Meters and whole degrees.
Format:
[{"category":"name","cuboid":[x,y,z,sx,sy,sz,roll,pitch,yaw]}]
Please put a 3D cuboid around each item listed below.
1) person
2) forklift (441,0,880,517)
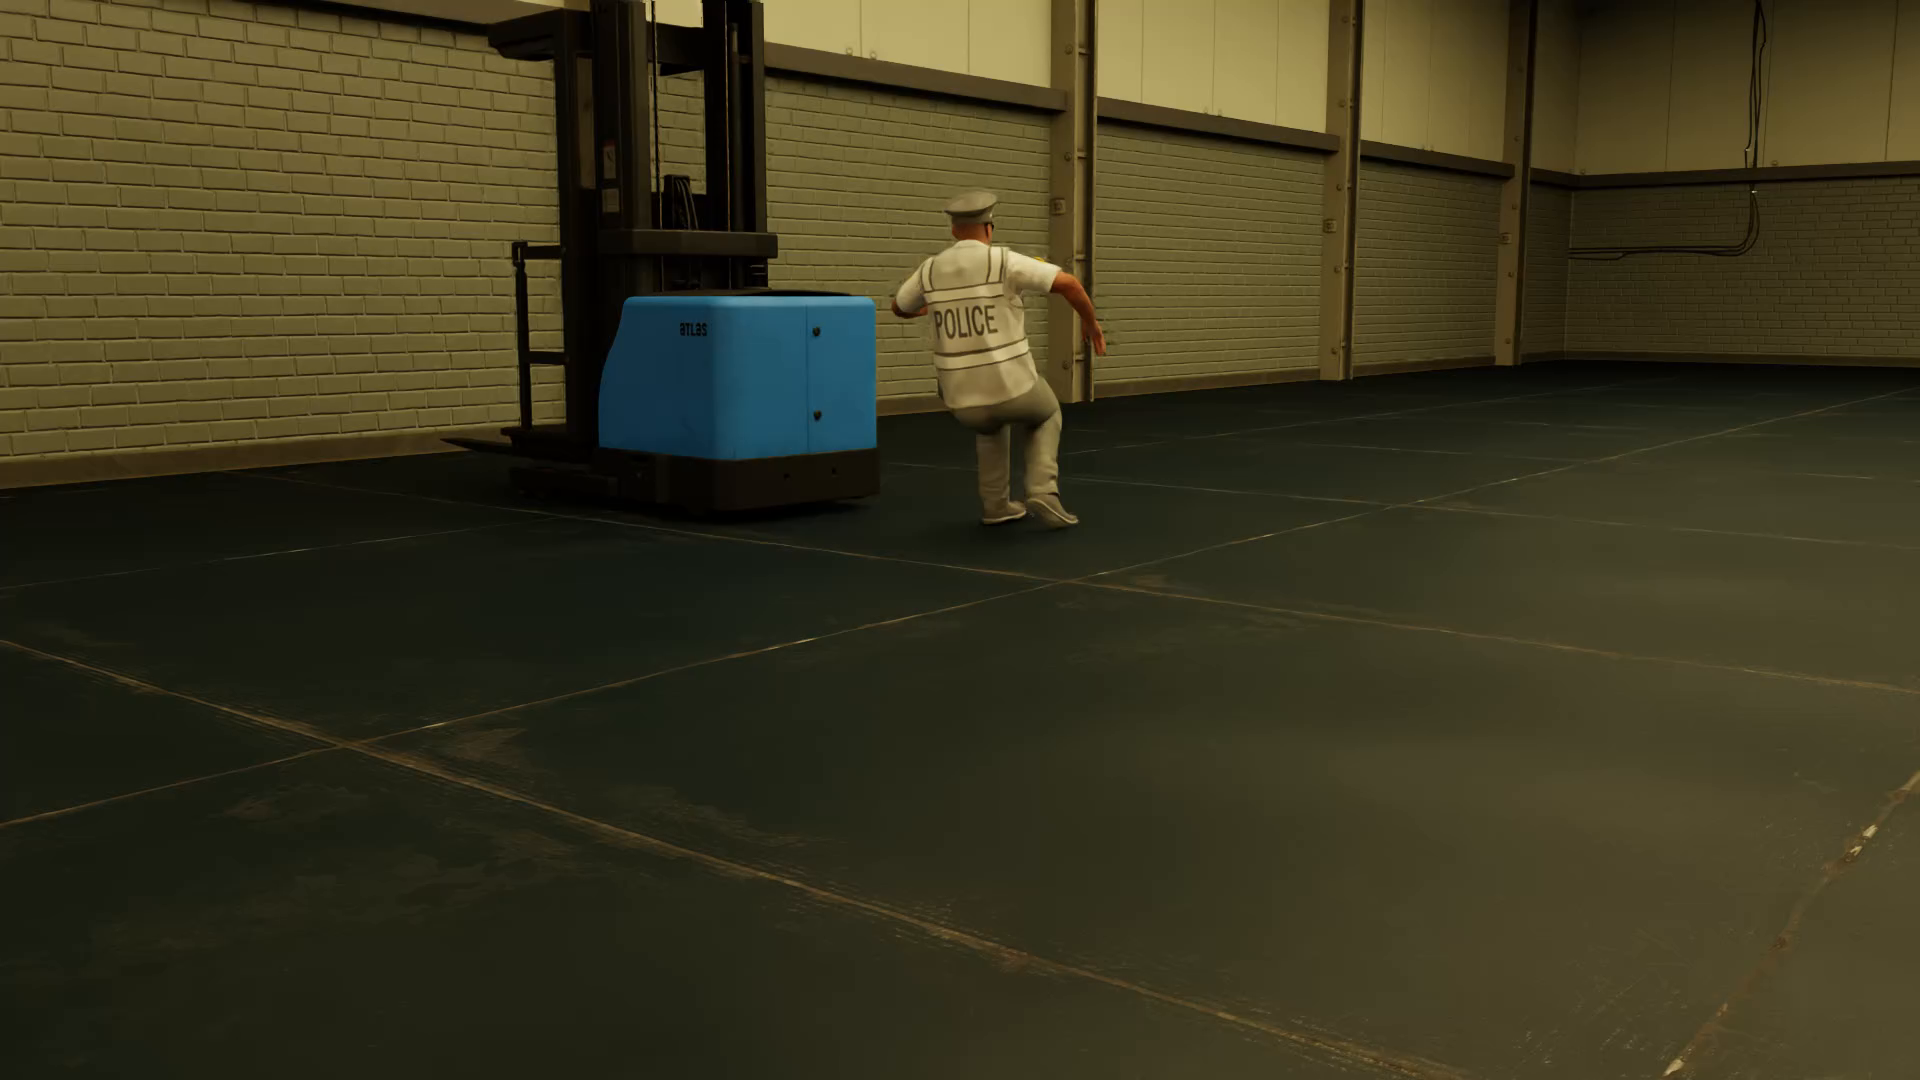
[{"category":"person","cuboid":[0.187,-0.807,7.617,0.980,1.537,0.871,2,9,14]},{"category":"forklift","cuboid":[-1.813,-1.718,9.020,3.031,2.935,1.130,8,12,44]}]
